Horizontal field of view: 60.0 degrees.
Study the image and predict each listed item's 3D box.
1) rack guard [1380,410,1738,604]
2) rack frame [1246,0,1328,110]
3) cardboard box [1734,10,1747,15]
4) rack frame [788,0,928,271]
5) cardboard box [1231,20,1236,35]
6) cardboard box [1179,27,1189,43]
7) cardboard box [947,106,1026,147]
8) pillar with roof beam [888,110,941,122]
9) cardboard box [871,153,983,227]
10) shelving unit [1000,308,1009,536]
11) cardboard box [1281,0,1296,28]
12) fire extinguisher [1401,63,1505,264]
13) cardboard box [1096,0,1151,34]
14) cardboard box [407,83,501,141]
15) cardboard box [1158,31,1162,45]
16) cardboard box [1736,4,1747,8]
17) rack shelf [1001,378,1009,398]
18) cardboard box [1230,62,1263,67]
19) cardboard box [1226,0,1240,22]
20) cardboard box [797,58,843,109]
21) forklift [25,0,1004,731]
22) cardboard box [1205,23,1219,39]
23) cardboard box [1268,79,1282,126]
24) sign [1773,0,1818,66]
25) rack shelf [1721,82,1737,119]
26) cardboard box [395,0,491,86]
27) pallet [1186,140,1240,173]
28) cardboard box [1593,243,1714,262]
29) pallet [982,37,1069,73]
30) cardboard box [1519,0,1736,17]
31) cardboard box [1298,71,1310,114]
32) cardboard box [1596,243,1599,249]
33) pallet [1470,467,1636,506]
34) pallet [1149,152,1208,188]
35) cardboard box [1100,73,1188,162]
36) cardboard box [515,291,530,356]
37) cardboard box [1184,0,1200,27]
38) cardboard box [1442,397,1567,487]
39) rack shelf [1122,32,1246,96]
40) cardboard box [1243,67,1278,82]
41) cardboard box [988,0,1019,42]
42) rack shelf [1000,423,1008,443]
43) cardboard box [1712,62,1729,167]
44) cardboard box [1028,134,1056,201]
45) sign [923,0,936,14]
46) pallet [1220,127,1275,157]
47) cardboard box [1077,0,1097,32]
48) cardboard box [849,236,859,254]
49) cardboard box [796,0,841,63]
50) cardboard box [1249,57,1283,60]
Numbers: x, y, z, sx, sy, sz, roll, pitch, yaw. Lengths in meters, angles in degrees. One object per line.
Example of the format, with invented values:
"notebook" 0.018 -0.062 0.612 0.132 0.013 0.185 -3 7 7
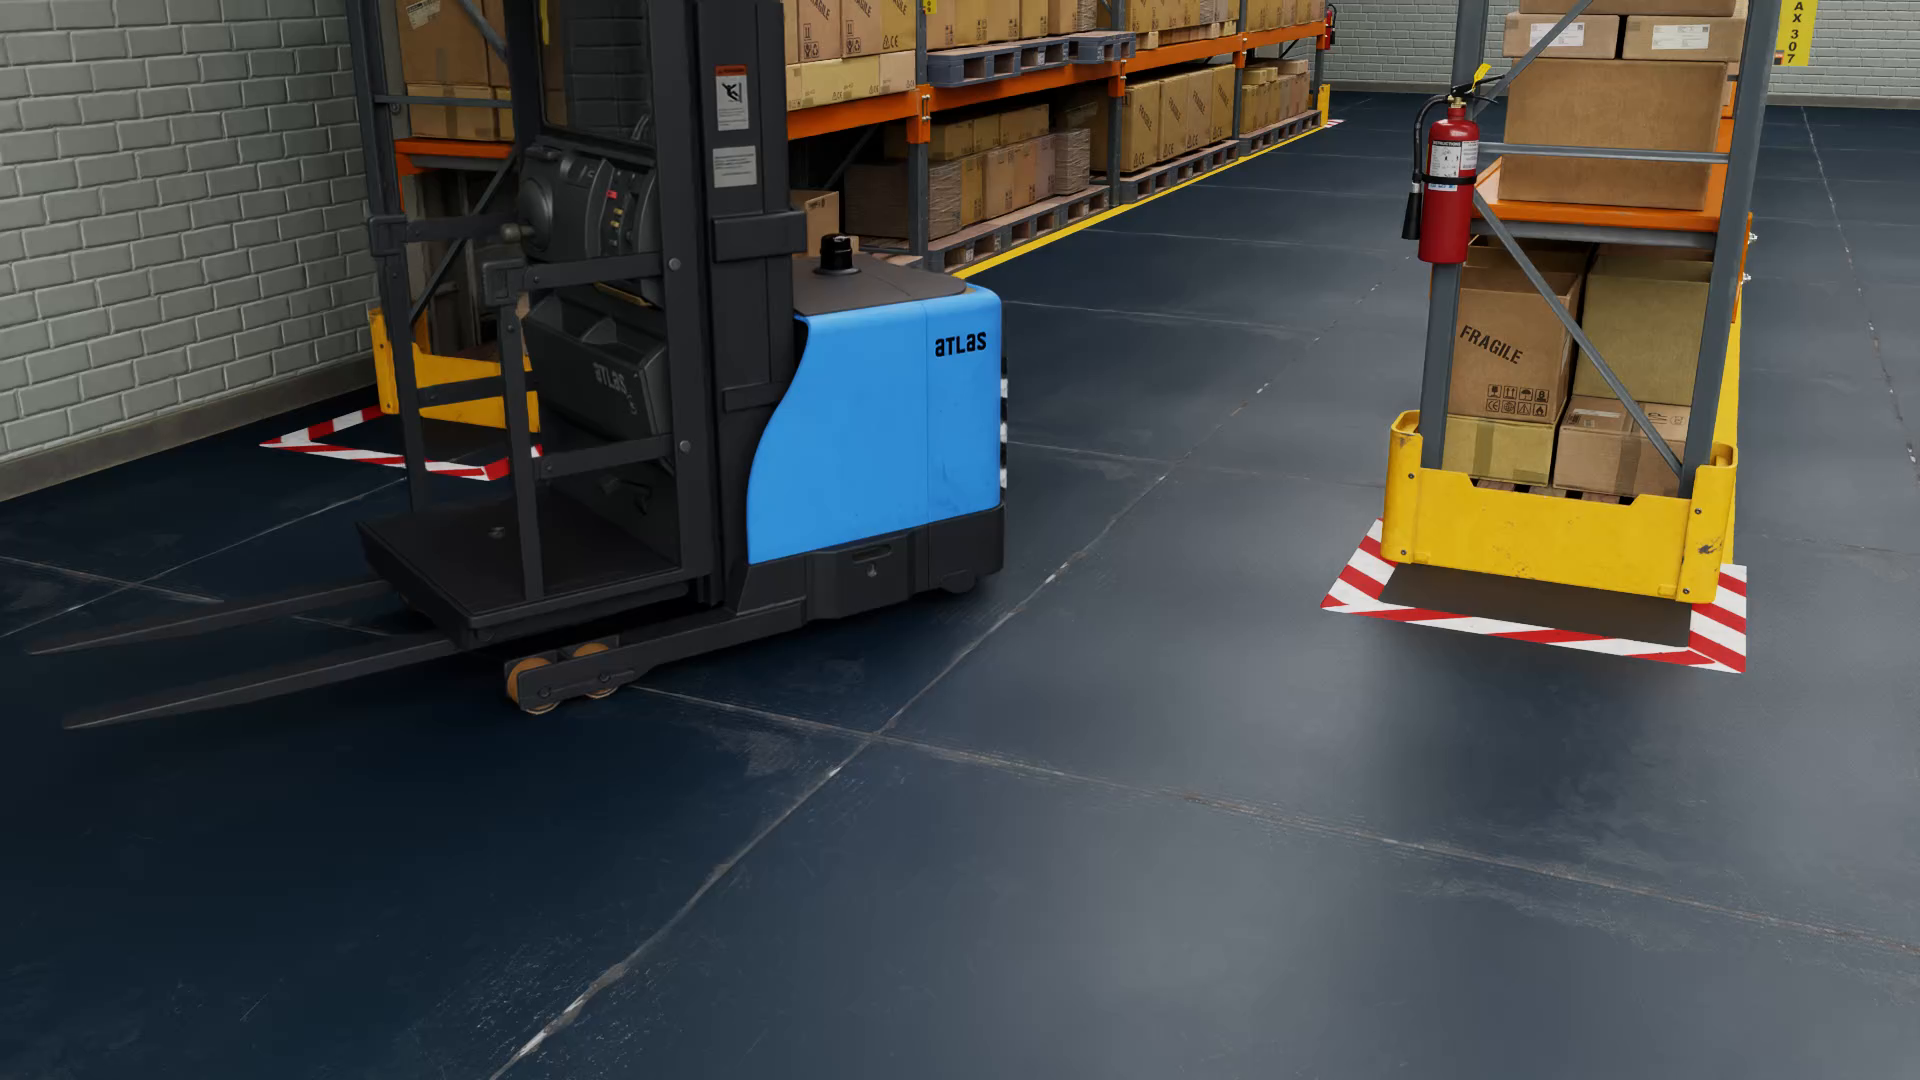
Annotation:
"rack guard" 2.176 -0.137 6.107 1.175 0.500 0.348 9 21 23
"rack frame" 4.216 -6.892 21.370 1.000 3.000 0.127 9 21 23
"cardboard box" 2.752 -1.922 6.280 0.380 0.149 0.250 9 21 23
"rack frame" -0.698 -3.223 11.055 1.000 3.000 0.127 9 21 23
"cardboard box" 2.698 -5.418 17.571 0.380 0.149 0.250 9 21 23
"cardboard box" 2.019 -4.956 16.272 0.380 0.149 0.250 9 22 24
"cardboard box" 0.197 -3.278 13.164 0.500 0.250 0.500 8 21 22
"pillar with roof beam" 3.546 -6.403 11.044 9.100 9.000 0.400 9 21 23
"cardboard box" -0.245 -2.645 12.503 0.700 0.500 0.500 8 21 22
"shelving unit" 0.025 -0.429 6.332 0.258 0.900 0.210 10 22 25
"cardboard box" 3.408 -6.420 19.596 0.980 0.700 0.700 7 21 20
"fire extinguisher" 1.713 -1.313 5.800 0.296 0.674 0.183 9 21 23
"cardboard box" 1.373 -4.756 14.742 0.500 0.500 0.500 9 22 24
"cardboard box" -2.321 -2.109 8.115 0.500 0.250 0.500 9 21 23
"cardboard box" 1.673 -4.726 15.625 0.380 0.149 0.250 9 21 24
"cardboard box" 3.068 -2.159 6.946 0.380 0.149 0.250 8 21 22
"rack shelf" 0.025 -0.567 6.283 0.258 0.077 0.200 10 22 25
"cardboard box" 3.477 -5.746 20.285 0.380 0.149 0.250 9 21 23
"cardboard box" 2.619 -5.690 17.368 0.500 0.500 0.500 8 21 22
"cardboard box" -1.018 -2.669 9.690 0.500 0.250 0.500 8 21 22
"forklift" -1.336 -1.058 5.070 3.031 2.935 1.130 -14 24 -33
"cardboard box" 2.415 -5.175 16.890 0.380 0.149 0.250 9 21 23
"cardboard box" 3.399 -5.213 19.755 0.700 0.500 0.500 9 22 24
"sign" 2.689 -1.689 5.331 0.100 0.325 0.005 9 21 23
"rack shelf" 4.642 -2.817 10.987 1.077 0.370 4.000 9 21 23
"cardboard box" -2.336 -2.466 8.000 0.500 0.500 0.500 8 21 22
"pallet" 2.331 -4.109 17.707 1.003 0.211 1.213 9 21 23
"cardboard box" 3.004 -1.019 7.214 0.500 0.500 0.500 9 21 23
"pallet" 0.167 -3.745 12.808 1.003 0.211 1.213 9 21 23
"cardboard box" 2.410 -2.137 5.917 0.700 0.500 0.500 9 21 23
"cardboard box" 4.021 -5.684 21.078 0.700 0.500 0.500 9 21 23
"cardboard box" 2.736 -1.243 7.844 0.500 0.500 0.500 9 21 23
"pallet" 2.460 -0.248 6.850 1.003 0.211 1.213 9 21 23
"pallet" 1.833 -3.734 16.654 1.003 0.211 1.213 9 21 23
"cardboard box" 1.726 -4.105 16.115 0.750 0.750 0.750 8 21 22
"cardboard box" -1.970 -1.140 8.554 0.500 0.311 0.500 6 20 17
"cardboard box" 2.006 -5.227 16.066 0.500 0.500 0.500 9 22 24
"cardboard box" 2.135 -0.429 6.674 0.500 0.250 0.500 9 21 23
"rack shelf" 1.759 -4.718 16.333 1.077 0.370 4.000 9 21 23
"cardboard box" 3.498 -5.448 19.448 0.380 0.149 0.250 8 21 21
"cardboard box" 0.019 -4.004 12.445 0.700 0.500 0.500 12 23 30
"rack shelf" 0.025 -0.397 6.343 0.258 0.077 0.200 10 22 25
"cardboard box" 2.807 -1.822 6.966 0.700 0.500 0.500 9 21 23
"cardboard box" 0.376 -3.107 13.802 0.700 0.500 0.500 9 21 23
"sign" -0.199 -3.559 10.708 0.100 0.325 0.005 9 21 23
"pallet" 2.961 -4.577 19.023 1.003 0.211 1.213 9 21 23
"cardboard box" 0.757 -4.555 13.995 0.700 0.500 0.500 6 20 16
"cardboard box" -0.889 -1.928 10.985 0.380 0.166 0.250 6 20 16
"cardboard box" -1.024 -3.022 9.566 0.500 0.500 0.500 8 21 21
"cardboard box" 3.890 -6.055 21.154 0.380 0.149 0.250 9 21 23
